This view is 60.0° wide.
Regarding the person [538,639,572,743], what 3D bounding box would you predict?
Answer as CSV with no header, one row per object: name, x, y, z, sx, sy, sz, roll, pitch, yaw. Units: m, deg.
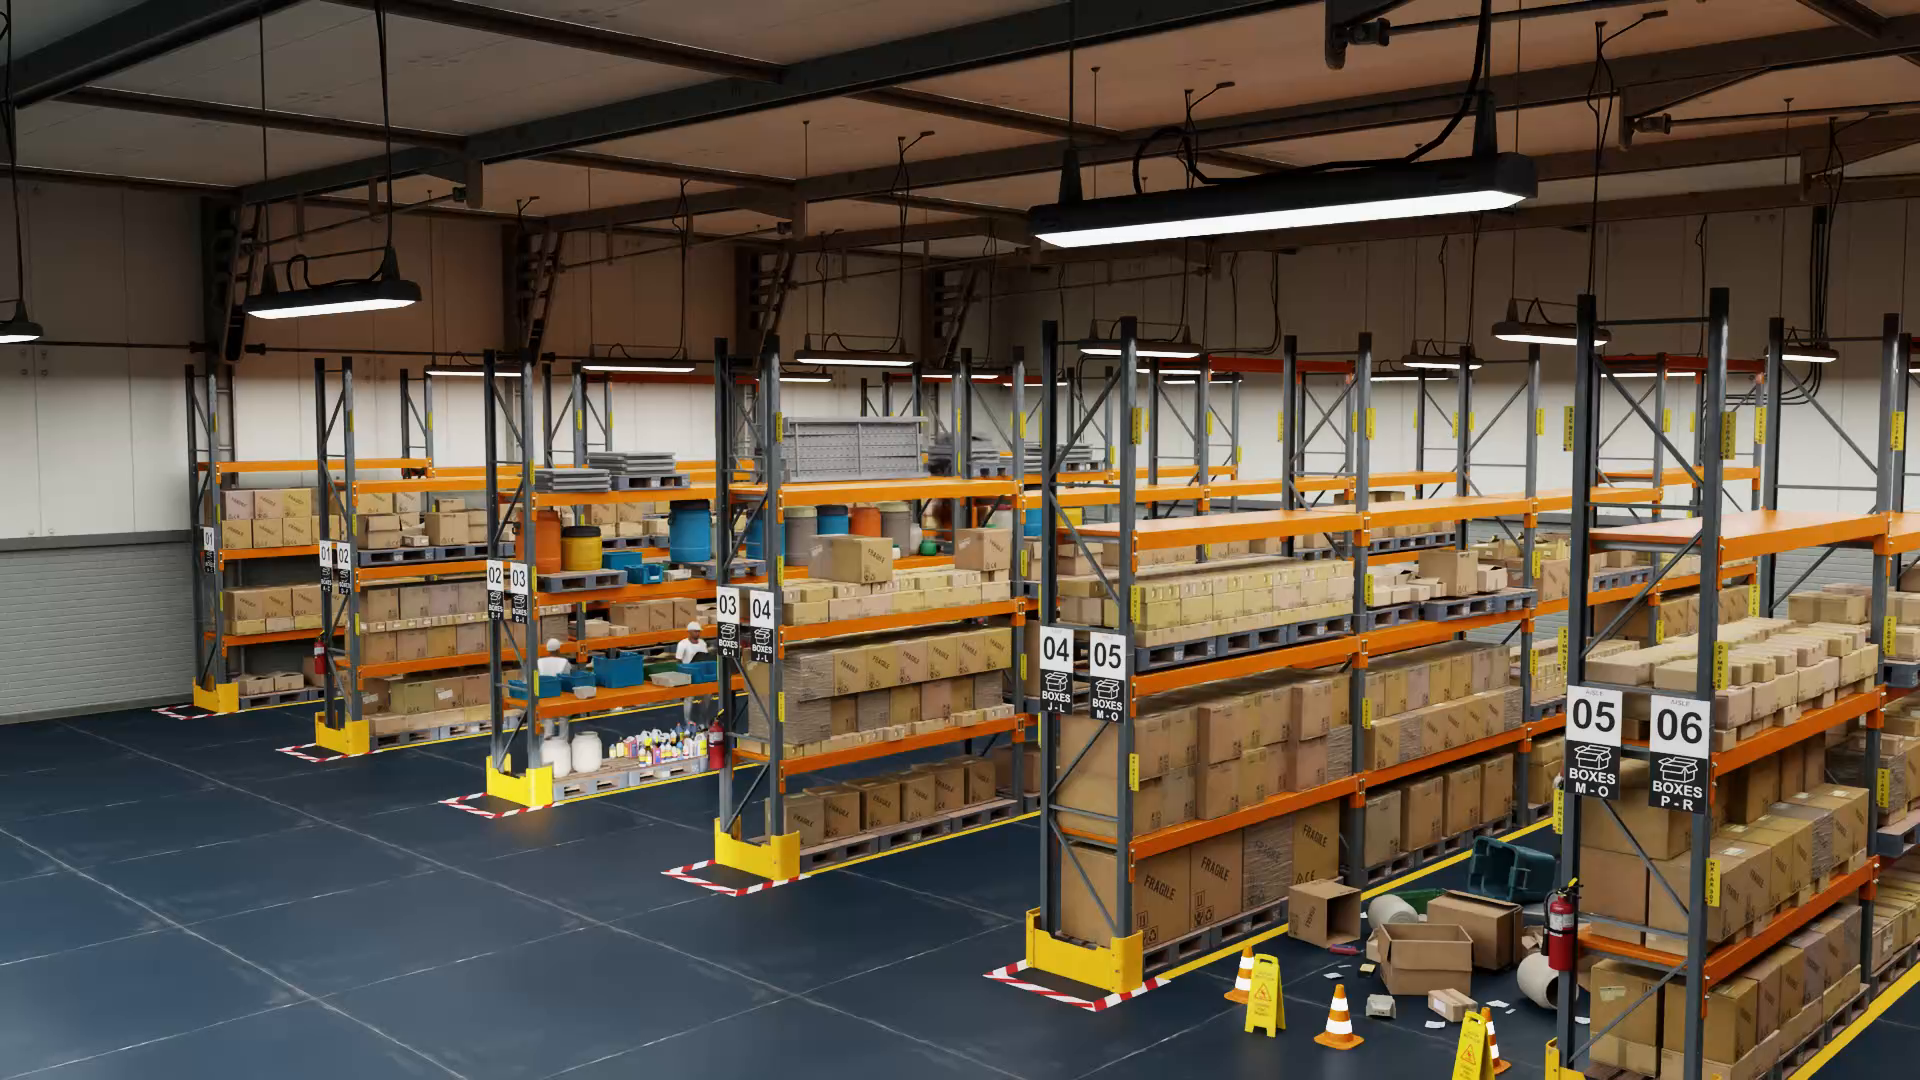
person,-6.076,2.359,24.915,0.586,1.774,0.645,-1,4,-7

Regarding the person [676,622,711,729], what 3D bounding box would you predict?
person,-4.332,2.232,27.057,0.624,1.802,0.385,-4,6,-39

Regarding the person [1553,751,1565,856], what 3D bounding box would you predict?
person,7.224,2.793,19.408,0.610,1.797,0.415,0,4,-1
